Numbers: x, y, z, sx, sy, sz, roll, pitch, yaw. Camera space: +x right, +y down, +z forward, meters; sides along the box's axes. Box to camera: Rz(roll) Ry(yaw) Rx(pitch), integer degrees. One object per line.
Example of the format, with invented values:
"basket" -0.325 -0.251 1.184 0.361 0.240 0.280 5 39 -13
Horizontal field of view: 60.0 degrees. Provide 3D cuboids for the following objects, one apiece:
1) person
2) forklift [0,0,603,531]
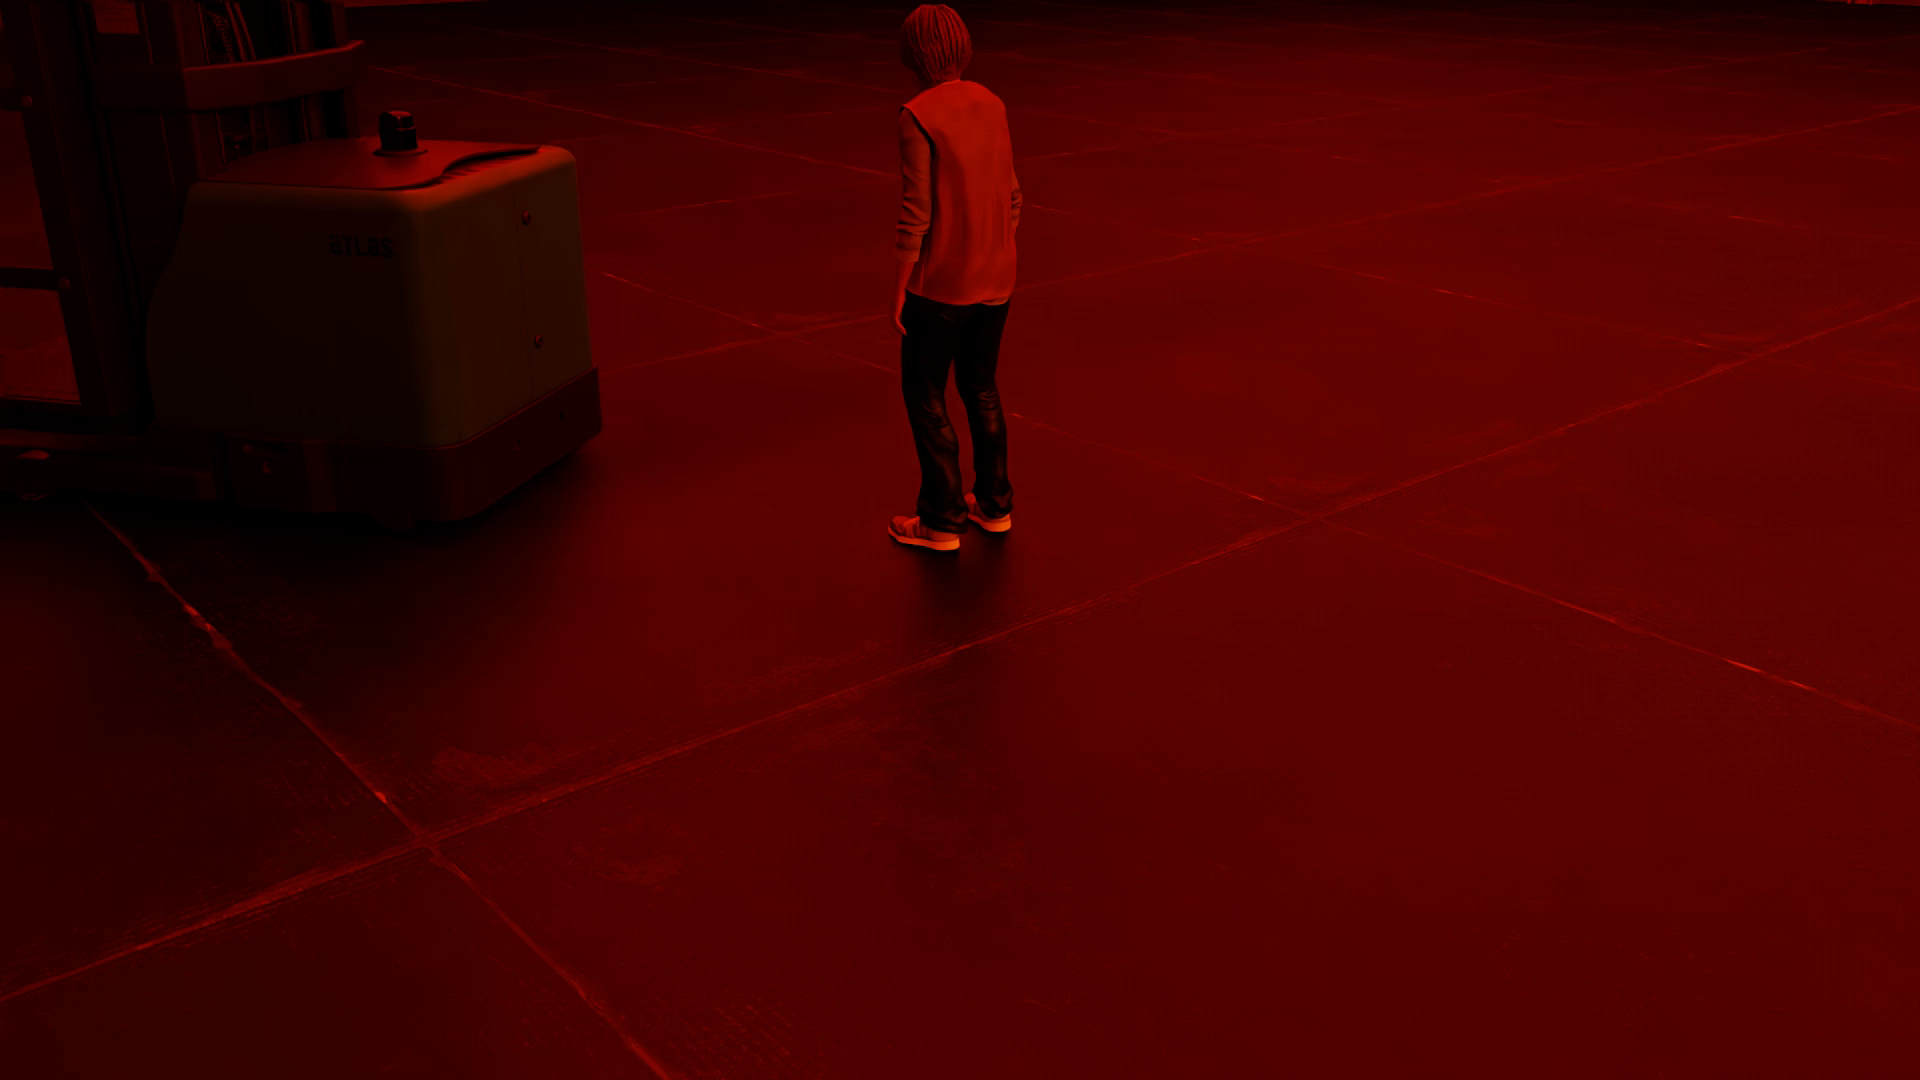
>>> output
"person" -0.018 -0.743 4.908 0.467 1.591 0.344 -19 28 -39
"forklift" -2.862 -1.673 5.428 3.031 2.935 1.130 6 22 14
